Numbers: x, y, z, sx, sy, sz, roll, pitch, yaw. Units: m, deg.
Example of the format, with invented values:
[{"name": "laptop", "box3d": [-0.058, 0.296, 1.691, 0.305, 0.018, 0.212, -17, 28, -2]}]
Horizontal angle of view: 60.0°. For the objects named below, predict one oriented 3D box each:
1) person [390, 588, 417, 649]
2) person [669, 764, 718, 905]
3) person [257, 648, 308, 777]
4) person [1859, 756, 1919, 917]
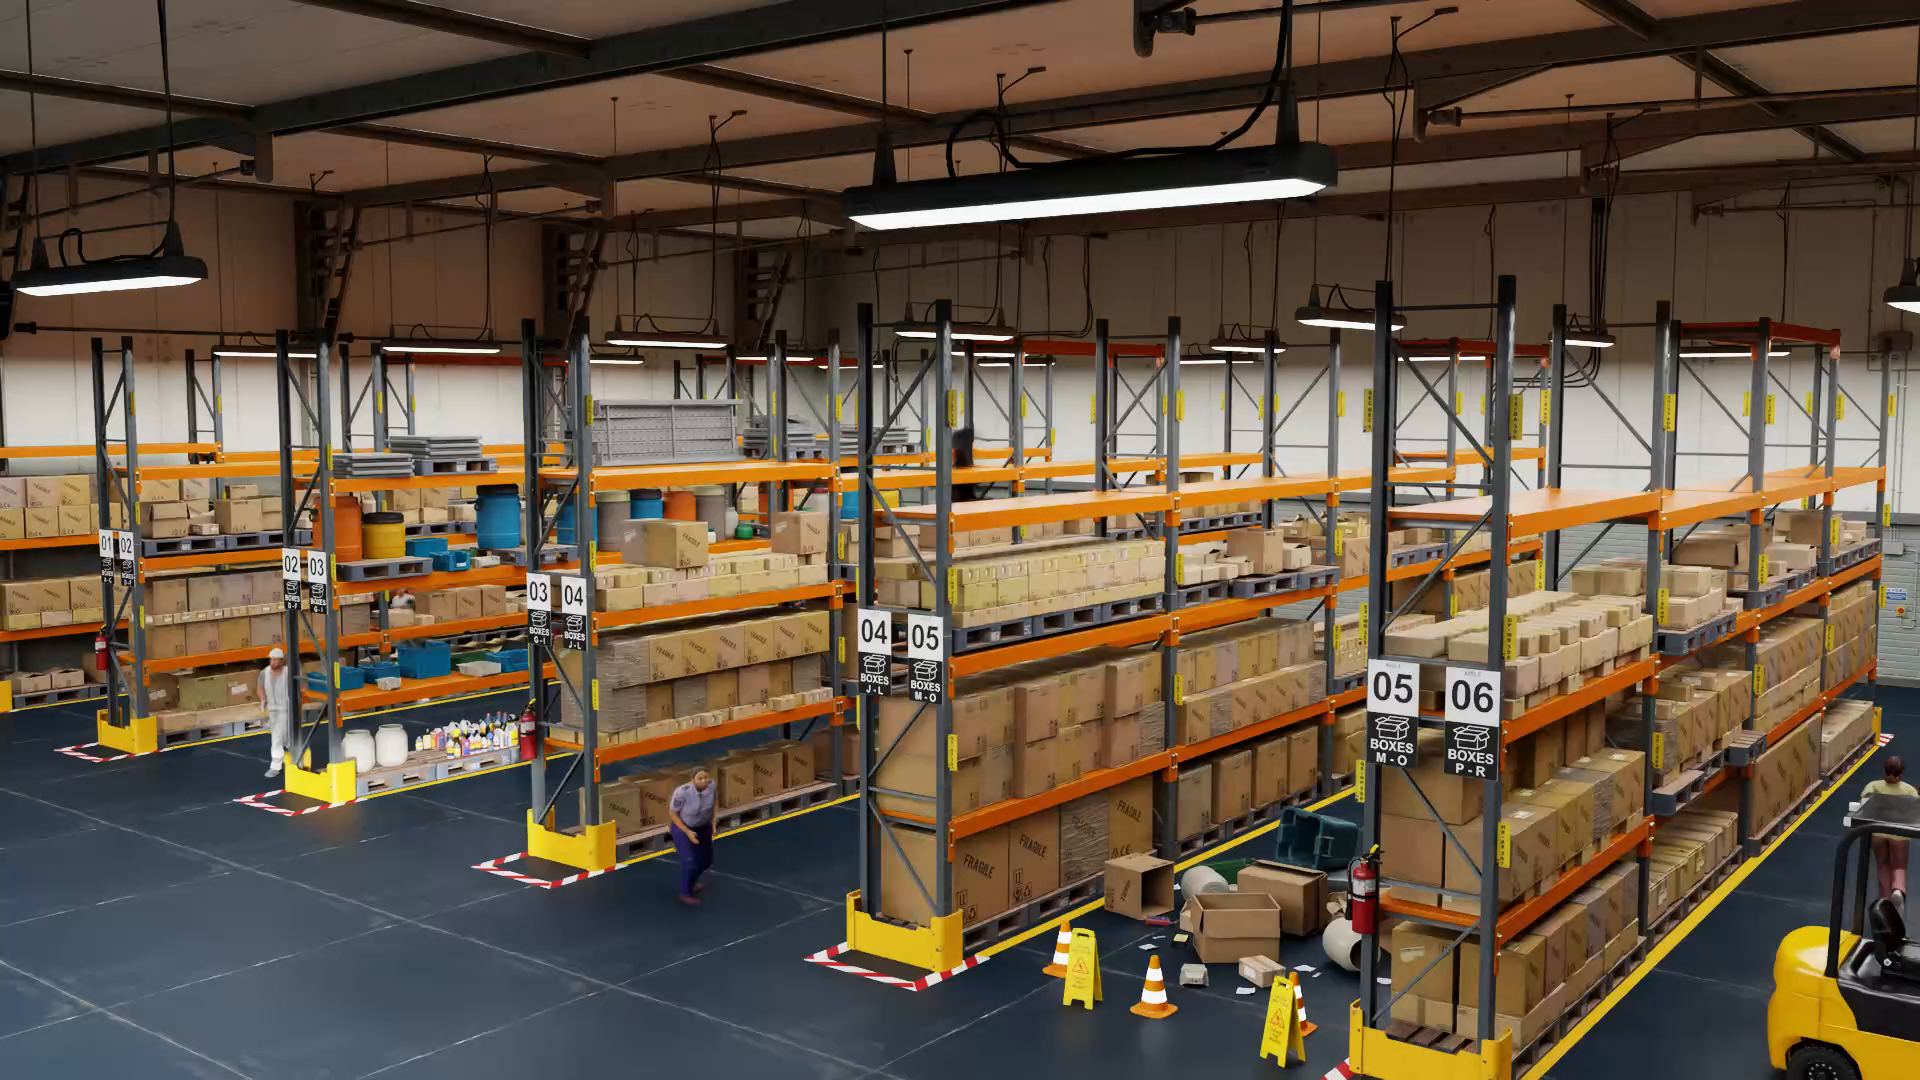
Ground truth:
[{"name": "person", "box3d": [-10.428, 1.621, 31.206, 0.504, 1.709, 0.818, 3, 6, 32]}, {"name": "person", "box3d": [-2.724, 2.954, 16.911, 0.644, 1.506, 0.830, -5, 7, -42]}, {"name": "person", "box3d": [-9.227, 2.316, 22.760, 0.654, 1.750, 0.838, 1, 5, 13]}, {"name": "person", "box3d": [9.117, 2.941, 16.324, 0.579, 1.645, 0.614, 4, 6, 37]}]
